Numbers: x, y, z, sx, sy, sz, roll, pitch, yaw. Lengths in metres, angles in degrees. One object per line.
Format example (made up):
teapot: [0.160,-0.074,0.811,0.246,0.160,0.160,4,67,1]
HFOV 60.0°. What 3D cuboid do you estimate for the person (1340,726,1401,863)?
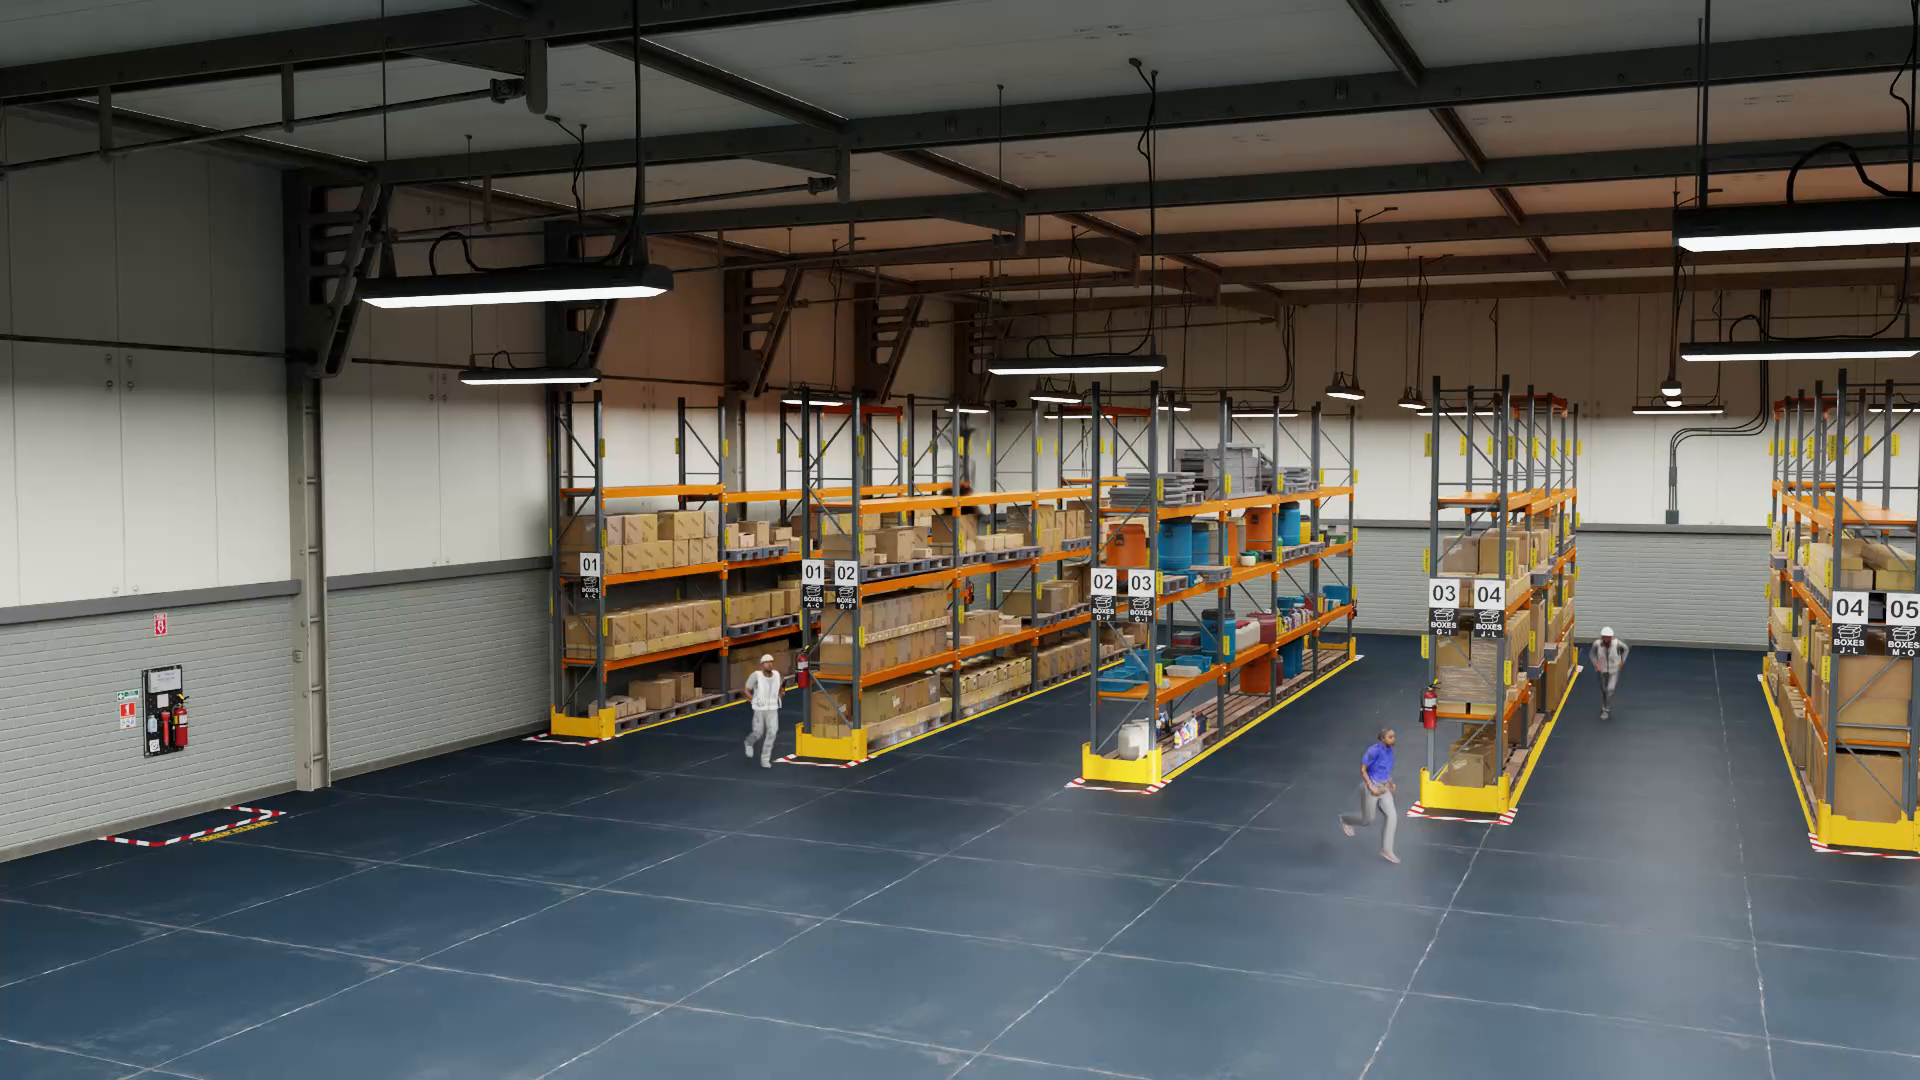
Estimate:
person: [5.071,3.088,20.426,0.574,1.651,0.937,-2,4,-34]

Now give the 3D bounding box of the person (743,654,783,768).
person: [-3.090,2.679,26.297,0.703,1.761,0.811,-2,4,-28]

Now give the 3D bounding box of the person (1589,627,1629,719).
person: [12.120,2.456,31.078,0.688,1.732,1.033,1,3,22]
